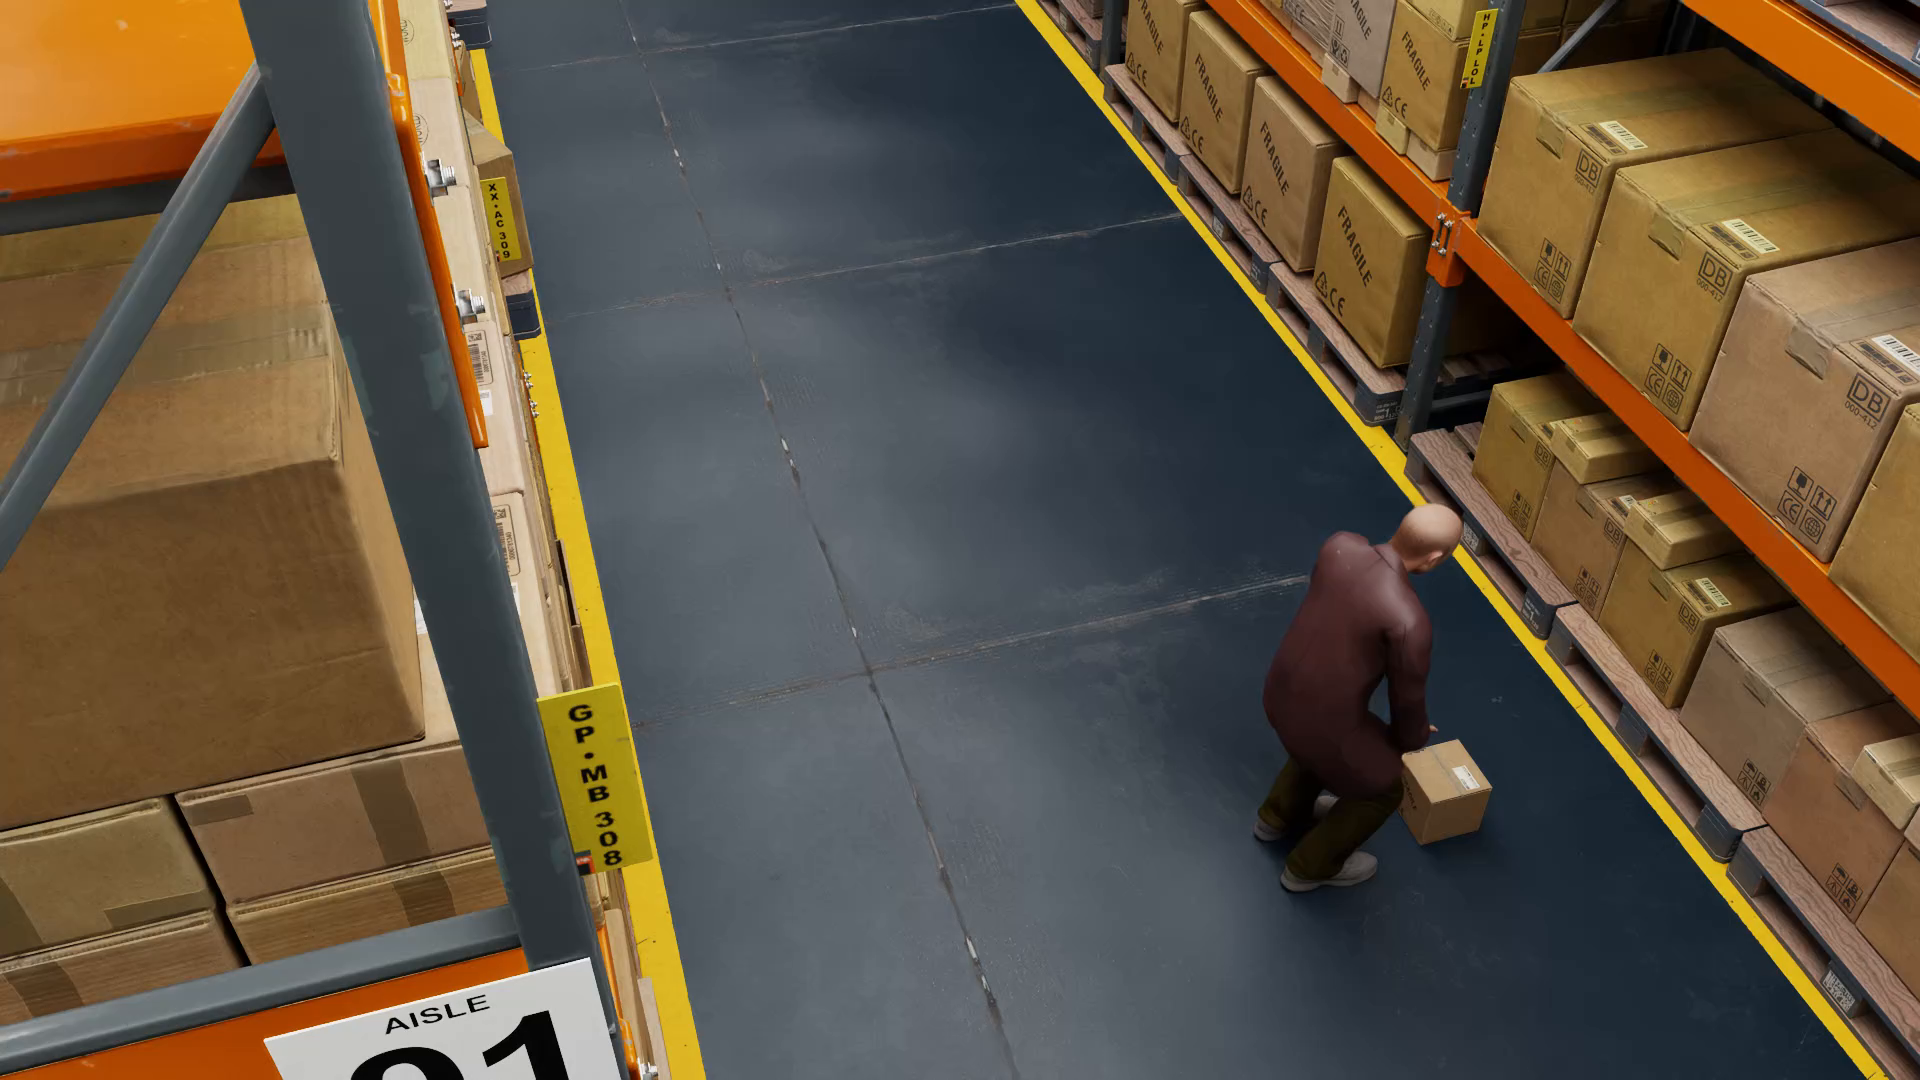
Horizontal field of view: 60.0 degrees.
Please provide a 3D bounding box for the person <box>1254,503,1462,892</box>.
[{"bbox_3d":[1.322,0.541,5.720,0.588,1.577,0.623,-11,43,-12],"label":"person"}]
